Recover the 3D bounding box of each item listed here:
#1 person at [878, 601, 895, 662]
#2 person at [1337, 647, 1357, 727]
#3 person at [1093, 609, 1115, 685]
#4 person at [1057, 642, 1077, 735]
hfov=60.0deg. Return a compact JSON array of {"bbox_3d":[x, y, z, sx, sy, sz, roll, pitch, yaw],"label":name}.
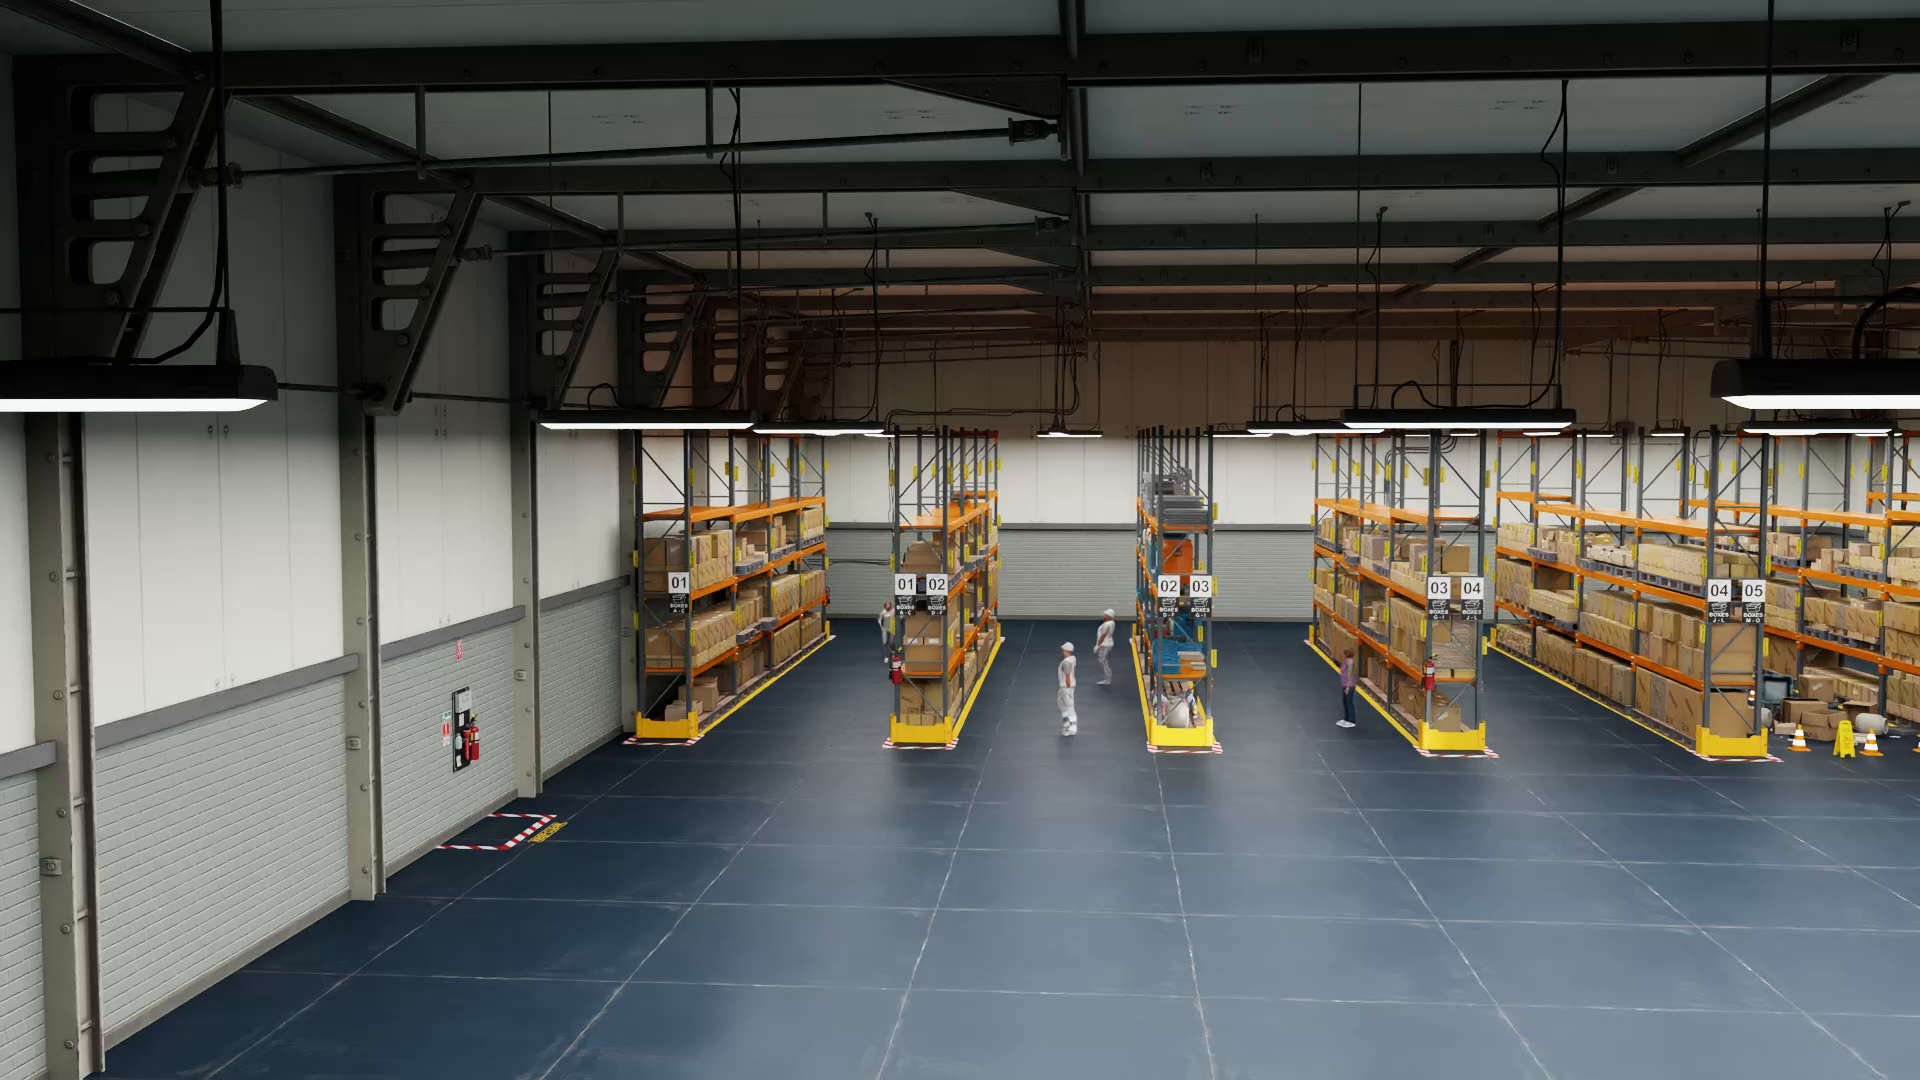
[{"bbox_3d":[-1.850,2.369,43.134,0.566,1.579,0.648,1,3,10],"label":"person"},{"bbox_3d":[7.732,2.936,33.177,0.354,1.570,0.497,0,3,0],"label":"person"},{"bbox_3d":[3.355,2.513,38.846,0.497,1.807,0.622,2,4,32],"label":"person"},{"bbox_3d":[2.075,2.873,32.321,0.367,1.805,0.682,0,3,0],"label":"person"}]
